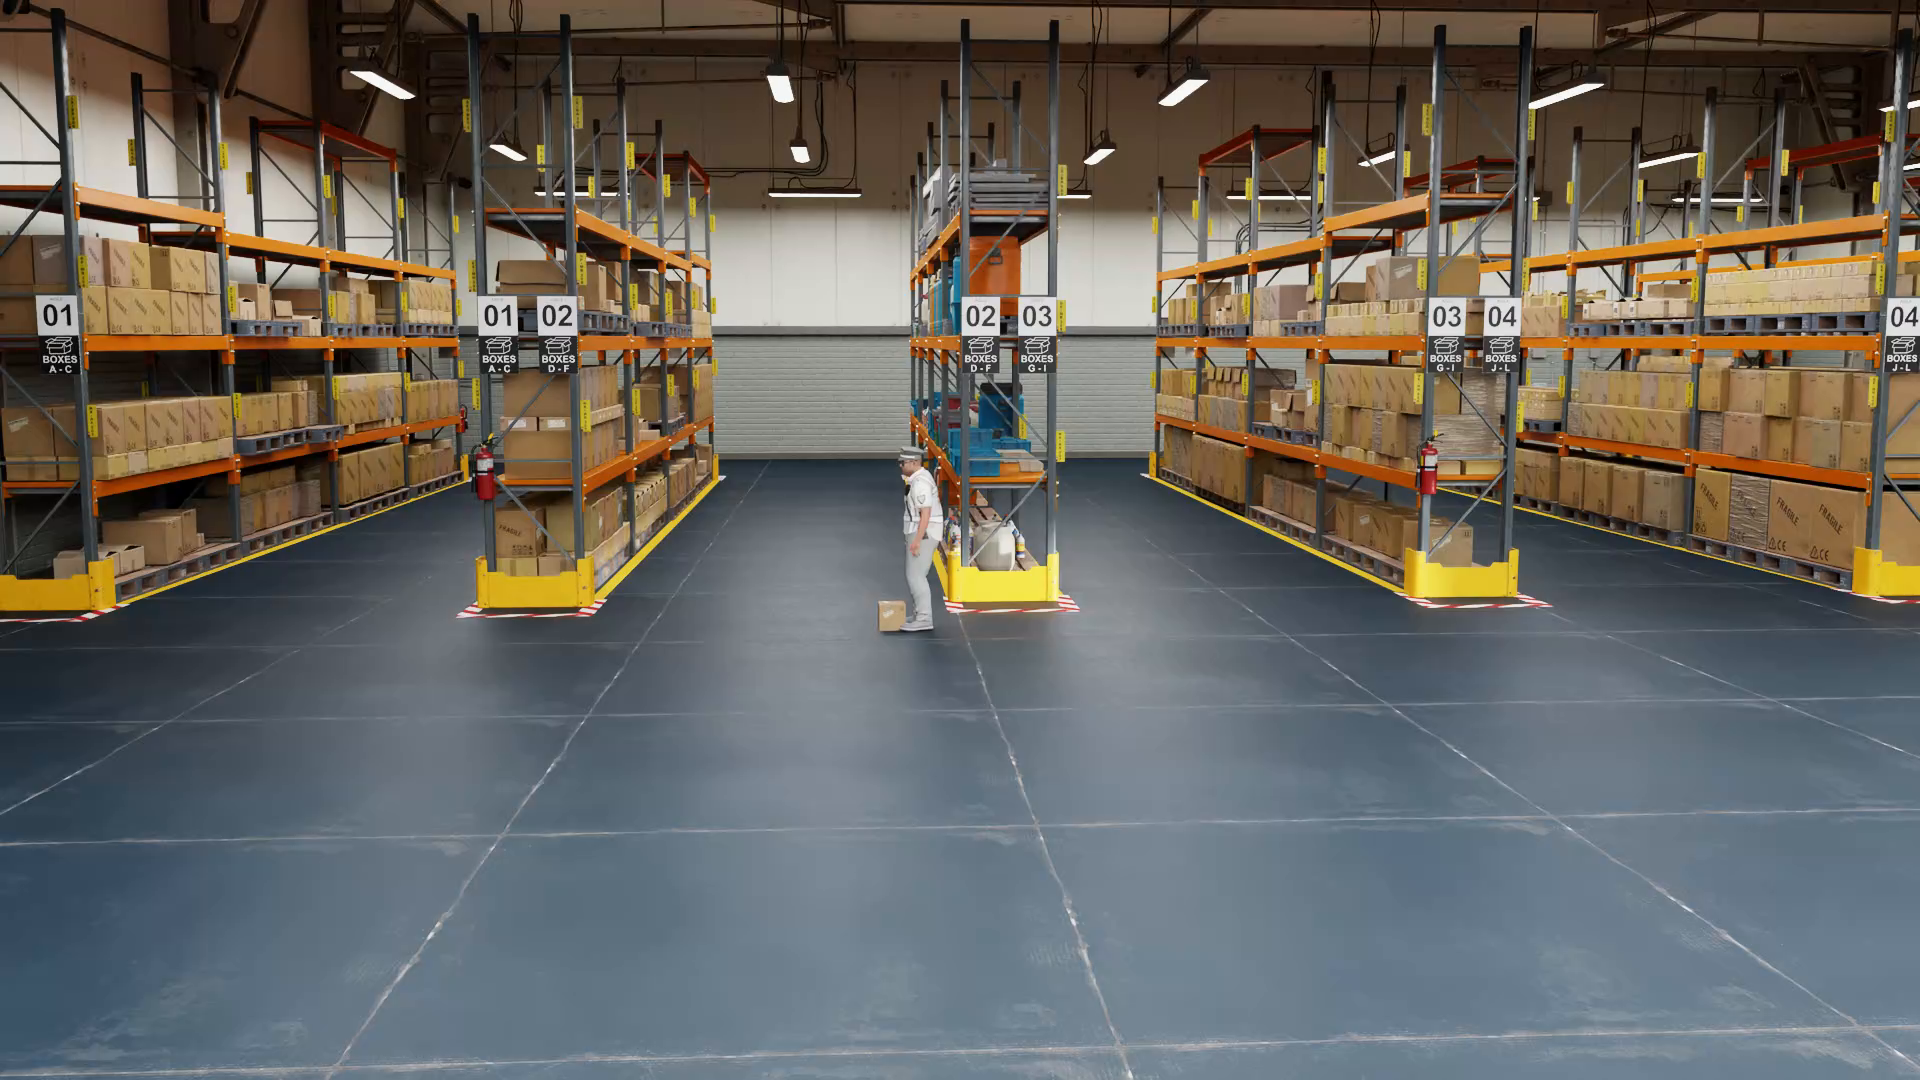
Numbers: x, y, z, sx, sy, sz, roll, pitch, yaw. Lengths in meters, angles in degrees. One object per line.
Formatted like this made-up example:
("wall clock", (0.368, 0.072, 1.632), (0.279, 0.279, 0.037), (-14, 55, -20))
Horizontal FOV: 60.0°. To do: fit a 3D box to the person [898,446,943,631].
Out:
("person", (-0.381, -0.022, 15.884), (0.427, 1.751, 0.604), (-1, 7, -6))
